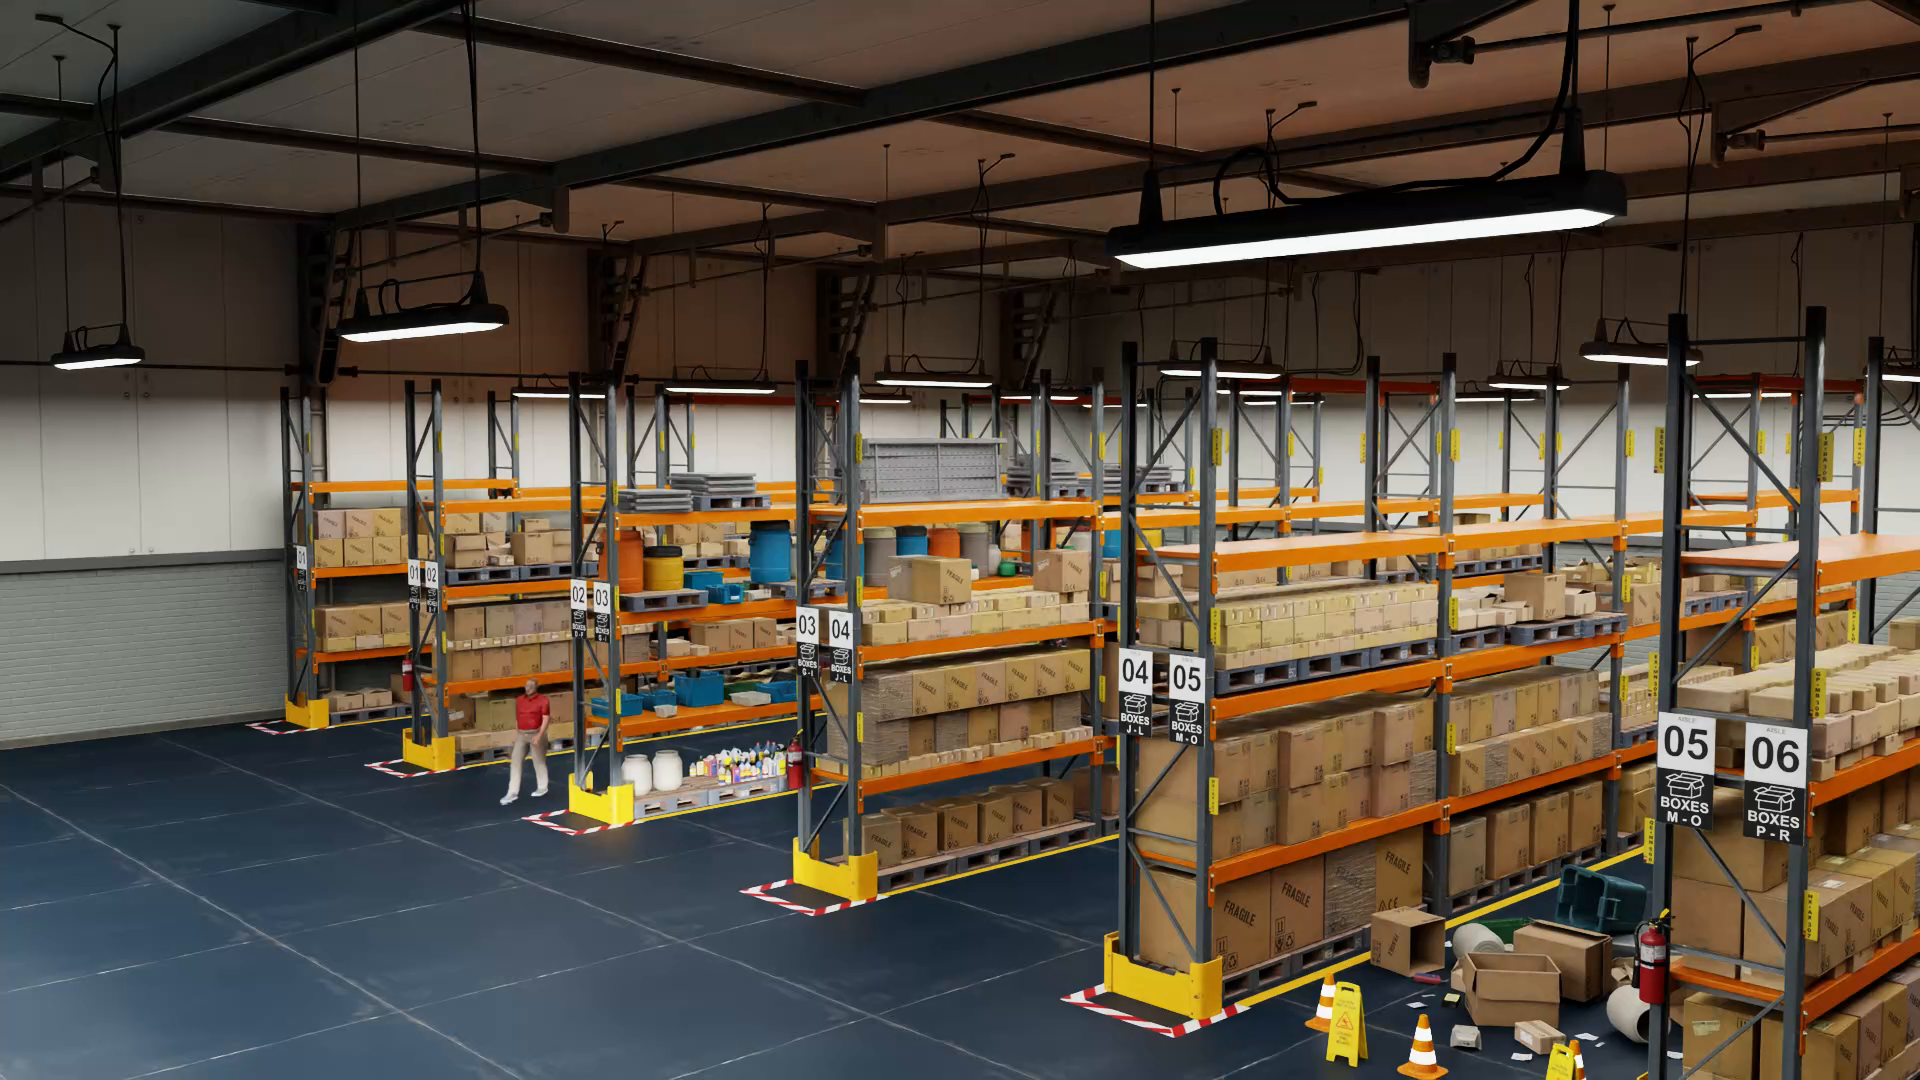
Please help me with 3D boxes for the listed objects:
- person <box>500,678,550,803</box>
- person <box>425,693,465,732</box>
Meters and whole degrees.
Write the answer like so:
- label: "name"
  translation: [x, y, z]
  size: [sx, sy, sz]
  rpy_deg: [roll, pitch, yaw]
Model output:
- label: "person"
  translation: [-6.082, 2.799, 23.410]
  size: [0.575, 1.697, 0.819]
  rpy_deg: [0, 4, 7]
- label: "person"
  translation: [-8.856, 2.505, 28.777]
  size: [0.525, 1.592, 0.983]
  rpy_deg: [1, 4, 10]
